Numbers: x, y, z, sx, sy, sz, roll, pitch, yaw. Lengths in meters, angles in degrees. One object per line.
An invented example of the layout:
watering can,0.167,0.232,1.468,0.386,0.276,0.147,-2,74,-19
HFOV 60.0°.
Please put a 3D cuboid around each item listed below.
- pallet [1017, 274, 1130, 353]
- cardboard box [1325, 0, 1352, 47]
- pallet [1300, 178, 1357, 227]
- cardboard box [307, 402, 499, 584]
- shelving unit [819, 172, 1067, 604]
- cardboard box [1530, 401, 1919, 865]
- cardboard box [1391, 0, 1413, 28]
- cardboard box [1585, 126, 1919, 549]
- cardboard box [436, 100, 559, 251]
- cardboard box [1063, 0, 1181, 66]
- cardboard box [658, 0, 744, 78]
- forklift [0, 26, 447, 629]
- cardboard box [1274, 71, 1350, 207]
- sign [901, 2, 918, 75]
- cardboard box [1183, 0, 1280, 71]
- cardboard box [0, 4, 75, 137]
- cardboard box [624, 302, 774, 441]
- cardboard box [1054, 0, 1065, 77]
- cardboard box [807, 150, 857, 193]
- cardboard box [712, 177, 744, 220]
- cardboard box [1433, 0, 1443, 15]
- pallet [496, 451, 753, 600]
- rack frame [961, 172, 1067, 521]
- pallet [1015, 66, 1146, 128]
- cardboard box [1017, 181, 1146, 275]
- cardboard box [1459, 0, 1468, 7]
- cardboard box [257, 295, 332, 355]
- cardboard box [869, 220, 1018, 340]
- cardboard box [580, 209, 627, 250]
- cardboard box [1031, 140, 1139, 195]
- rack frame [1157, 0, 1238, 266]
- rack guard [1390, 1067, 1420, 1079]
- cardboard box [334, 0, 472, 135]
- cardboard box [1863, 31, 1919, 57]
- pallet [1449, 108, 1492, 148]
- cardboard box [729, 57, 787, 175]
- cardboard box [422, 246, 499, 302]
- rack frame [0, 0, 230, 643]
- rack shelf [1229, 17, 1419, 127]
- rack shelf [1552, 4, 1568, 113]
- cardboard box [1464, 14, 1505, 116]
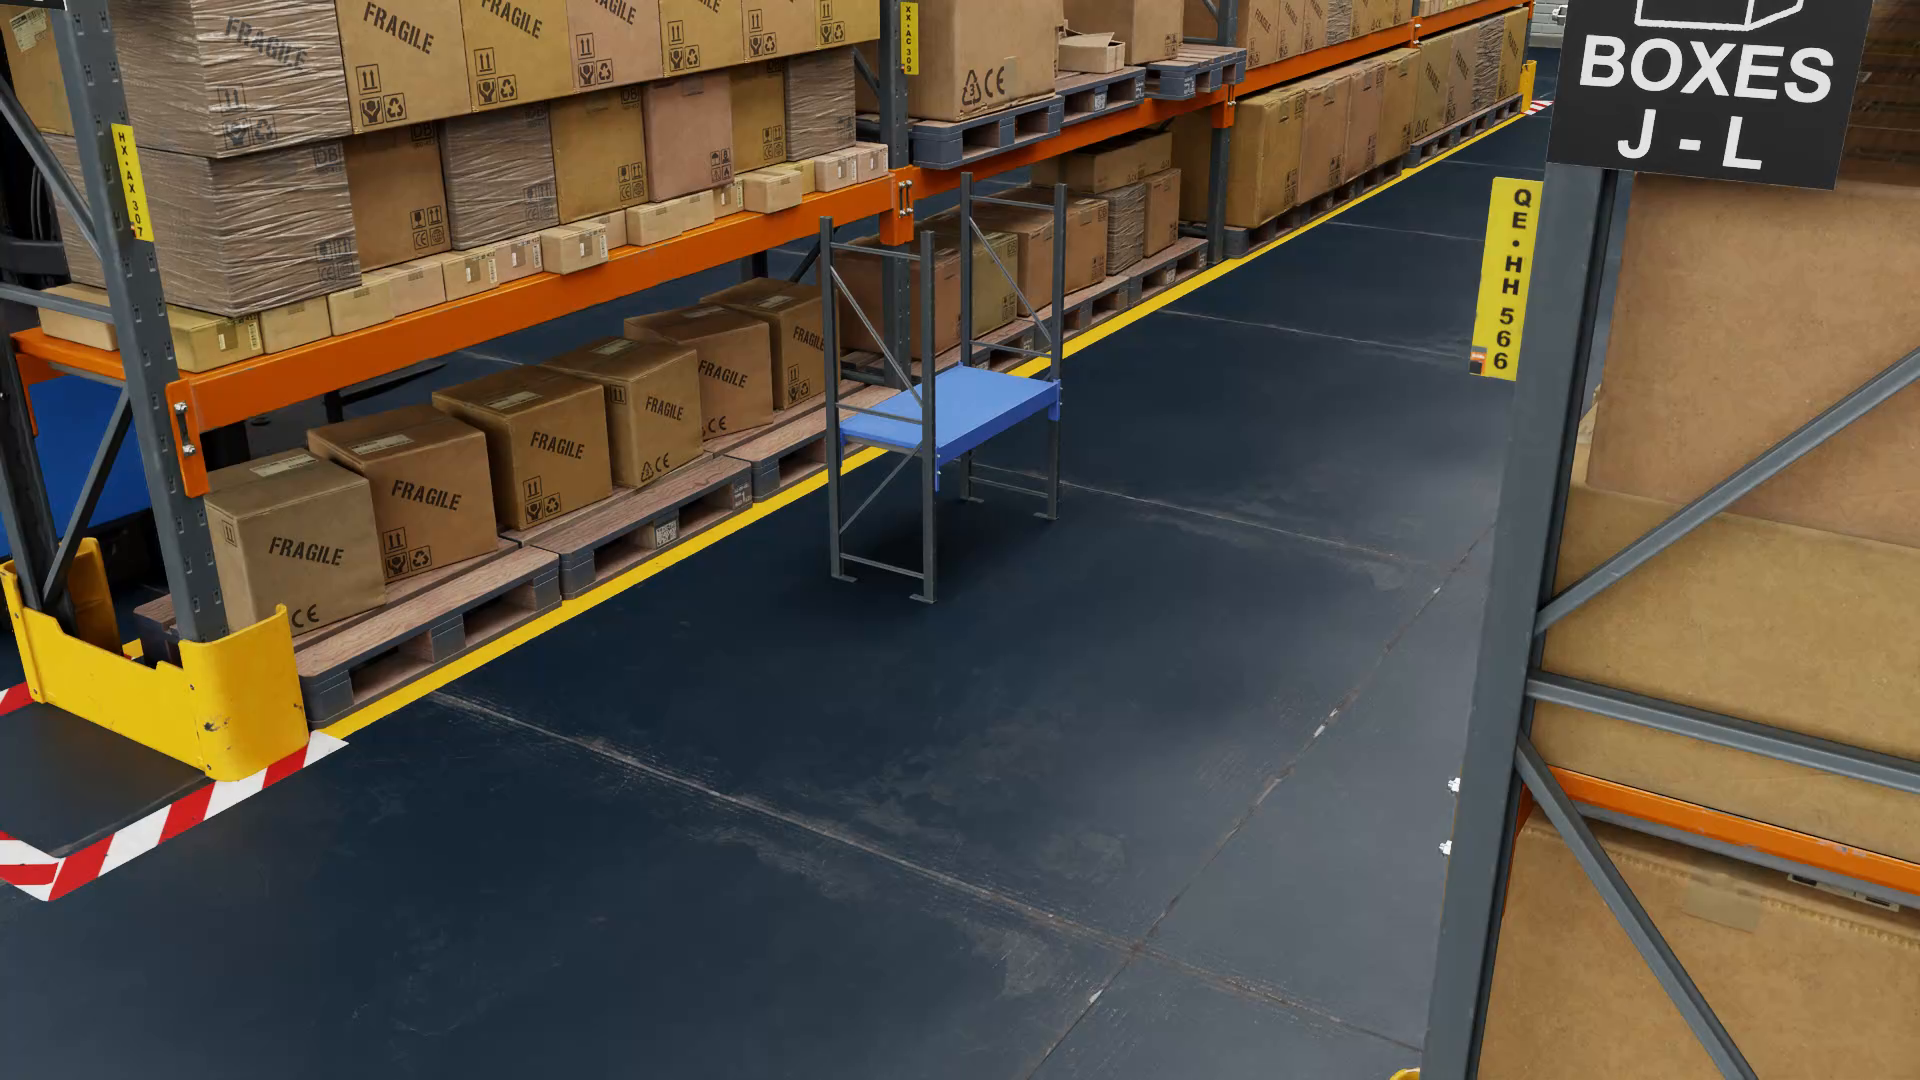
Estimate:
pallet,0.346,-1.479,10.400,1.003,0.211,1.213,14,27,29
cardboard box,2.694,-4.101,12.823,0.500,0.500,0.500,14,27,29
pallet,2.528,-2.813,13.482,1.003,0.211,1.213,14,27,29
cardboard box,-2.187,-0.194,6.540,0.500,0.500,0.500,-20,31,-39
shelving unit,-0.045,-0.659,6.886,0.538,1.500,1.048,14,27,29
cardboard box,1.501,0.138,2.967,0.875,0.550,0.550,14,27,29
cardboard box,3.499,-4.613,14.004,0.500,0.500,0.500,14,27,29
cardboard box,1.573,-0.340,2.711,0.875,0.550,0.550,14,27,29
cardboard box,-2.041,-1.448,6.318,0.875,0.500,0.500,14,27,29
cardboard box,0.943,-3.271,10.375,0.700,0.500,0.500,19,30,37
cardboard box,-1.237,-2.176,6.742,0.500,0.500,0.500,14,27,29
forklift,-3.352,-1.523,7.078,1.130,2.935,3.031,15,28,31
cardboard box,2.262,-3.177,12.960,1.225,0.875,0.875,14,27,29
sign,-0.241,-2.368,7.855,0.100,0.325,0.005,14,27,29
cardboard box,1.891,-3.585,11.629,0.500,0.500,0.500,15,27,30
cardboard box,-2.736,-1.611,5.436,0.500,0.500,0.500,14,27,29
cardboard box,-1.247,-0.806,7.954,0.500,0.500,0.500,-18,29,-36
cardboard box,0.129,-2.926,9.576,0.797,0.503,0.637,17,29,34
cardboard box,-0.710,-1.750,7.833,0.380,0.149,0.250,14,27,29
cardboard box,-1.174,-1.514,7.287,0.380,0.149,0.250,14,27,29
cardboard box,4.091,-4.786,14.845,0.380,0.149,0.250,13,27,27
pallet,-1.673,-0.155,7.342,1.003,0.211,1.213,14,27,29
rack frame,0.223,-0.831,7.282,0.500,1.500,0.032,14,27,29
pallet,0.394,-2.667,9.877,1.003,0.211,1.213,14,27,29
cardboard box,0.785,-2.067,10.841,0.700,0.500,0.500,11,26,25
cardboard box,4.501,-5.050,15.456,0.380,0.149,0.250,13,27,28
cardboard box,-2.315,-0.743,5.507,0.380,0.149,0.250,14,27,29
cardboard box,-0.097,-1.496,9.524,0.700,0.500,0.500,14,27,29
cardboard box,-1.571,-1.261,6.703,0.380,0.149,0.250,14,27,29
cardboard box,0.804,-2.417,10.707,0.500,0.250,0.500,17,29,35
rack frame,1.404,-3.432,11.402,1.000,3.000,0.127,14,27,29
rack guard,1.331,1.497,3.163,1.175,0.500,0.348,14,27,29
cardboard box,-2.025,-1.669,5.571,0.500,0.500,0.500,14,27,29
cardboard box,2.364,-0.912,4.032,0.875,0.550,0.500,14,27,29
pallet,4.624,-4.156,16.585,1.003,0.211,1.213,14,27,29
cardboard box,-1.290,-1.964,7.511,0.875,0.500,0.500,14,27,29
cardboard box,-1.919,-0.996,6.091,0.380,0.149,0.250,14,27,29
rack frame,-2.816,-0.732,5.165,1.000,3.000,0.127,14,27,29
rack shelf,2.458,-3.777,13.104,1.077,0.370,4.000,14,27,29
rack shelf,2.399,-1.380,3.791,1.077,0.370,4.000,14,27,29
cardboard box,4.874,-4.810,16.731,0.875,0.875,0.875,14,27,29
